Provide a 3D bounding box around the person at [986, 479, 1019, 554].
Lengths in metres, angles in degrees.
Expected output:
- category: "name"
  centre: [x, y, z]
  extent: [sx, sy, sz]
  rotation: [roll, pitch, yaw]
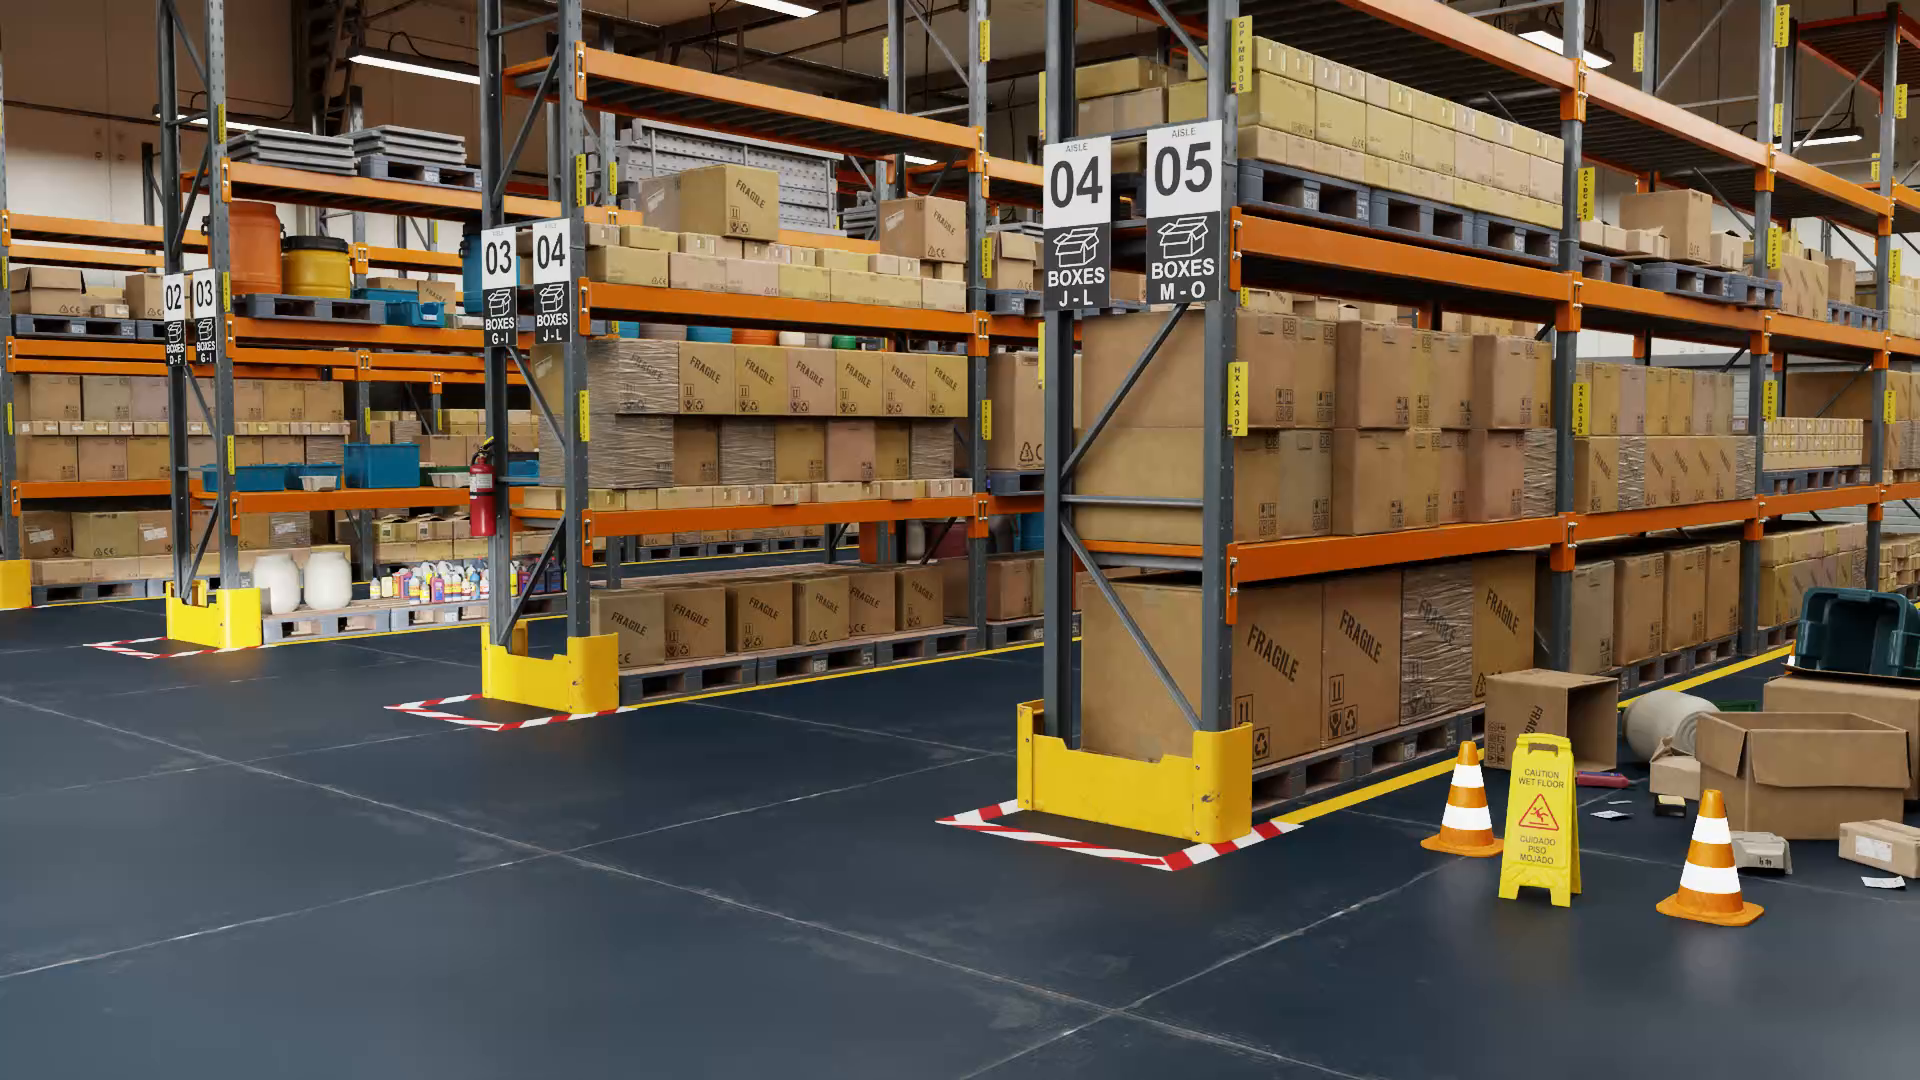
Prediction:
- category: "person"
  centre: [0.403, -0.184, 17.843]
  extent: [0.503, 1.585, 0.349]
  rotation: [3, 5, 39]
